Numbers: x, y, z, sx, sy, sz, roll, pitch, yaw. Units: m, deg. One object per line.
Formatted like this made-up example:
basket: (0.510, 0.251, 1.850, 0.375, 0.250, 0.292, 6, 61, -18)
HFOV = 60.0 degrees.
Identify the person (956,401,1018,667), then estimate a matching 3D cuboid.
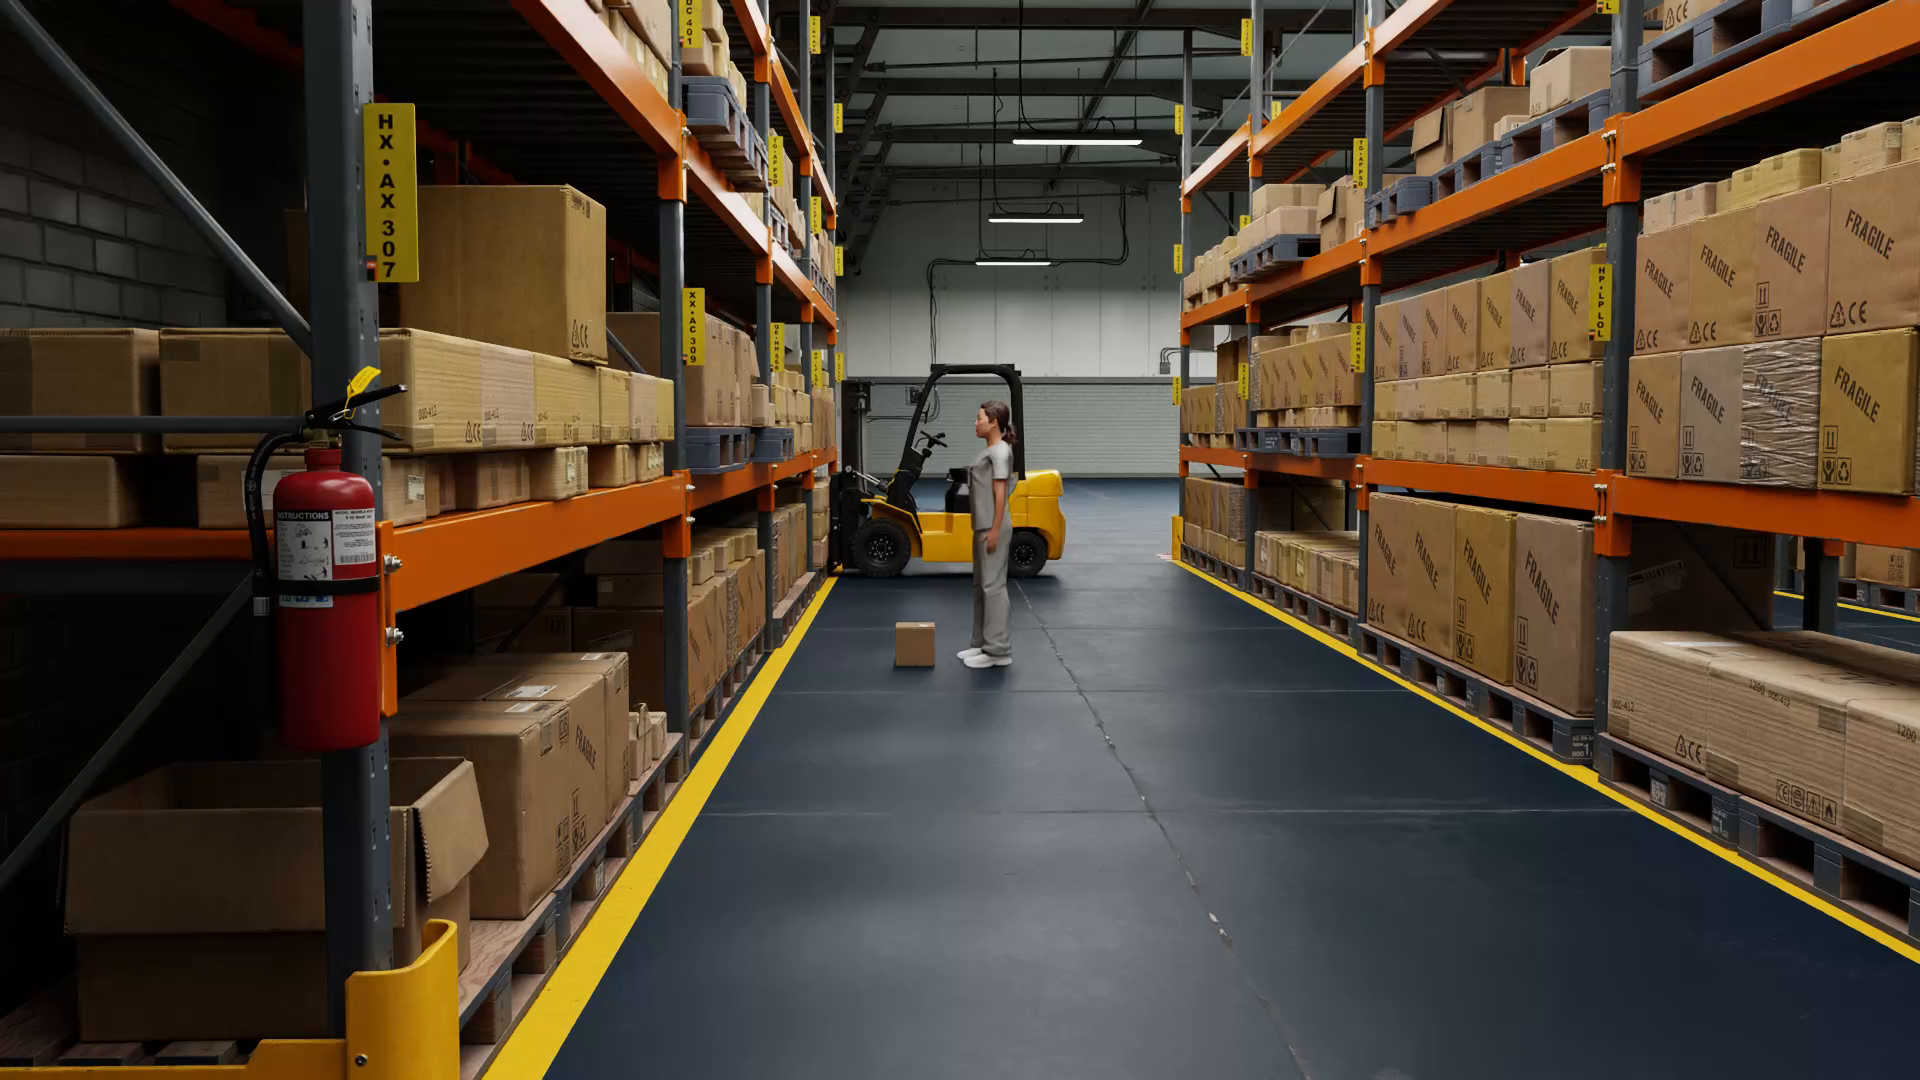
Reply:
person: (0.180, -0.046, 10.604, 0.404, 1.679, 0.454, 0, 4, -7)
